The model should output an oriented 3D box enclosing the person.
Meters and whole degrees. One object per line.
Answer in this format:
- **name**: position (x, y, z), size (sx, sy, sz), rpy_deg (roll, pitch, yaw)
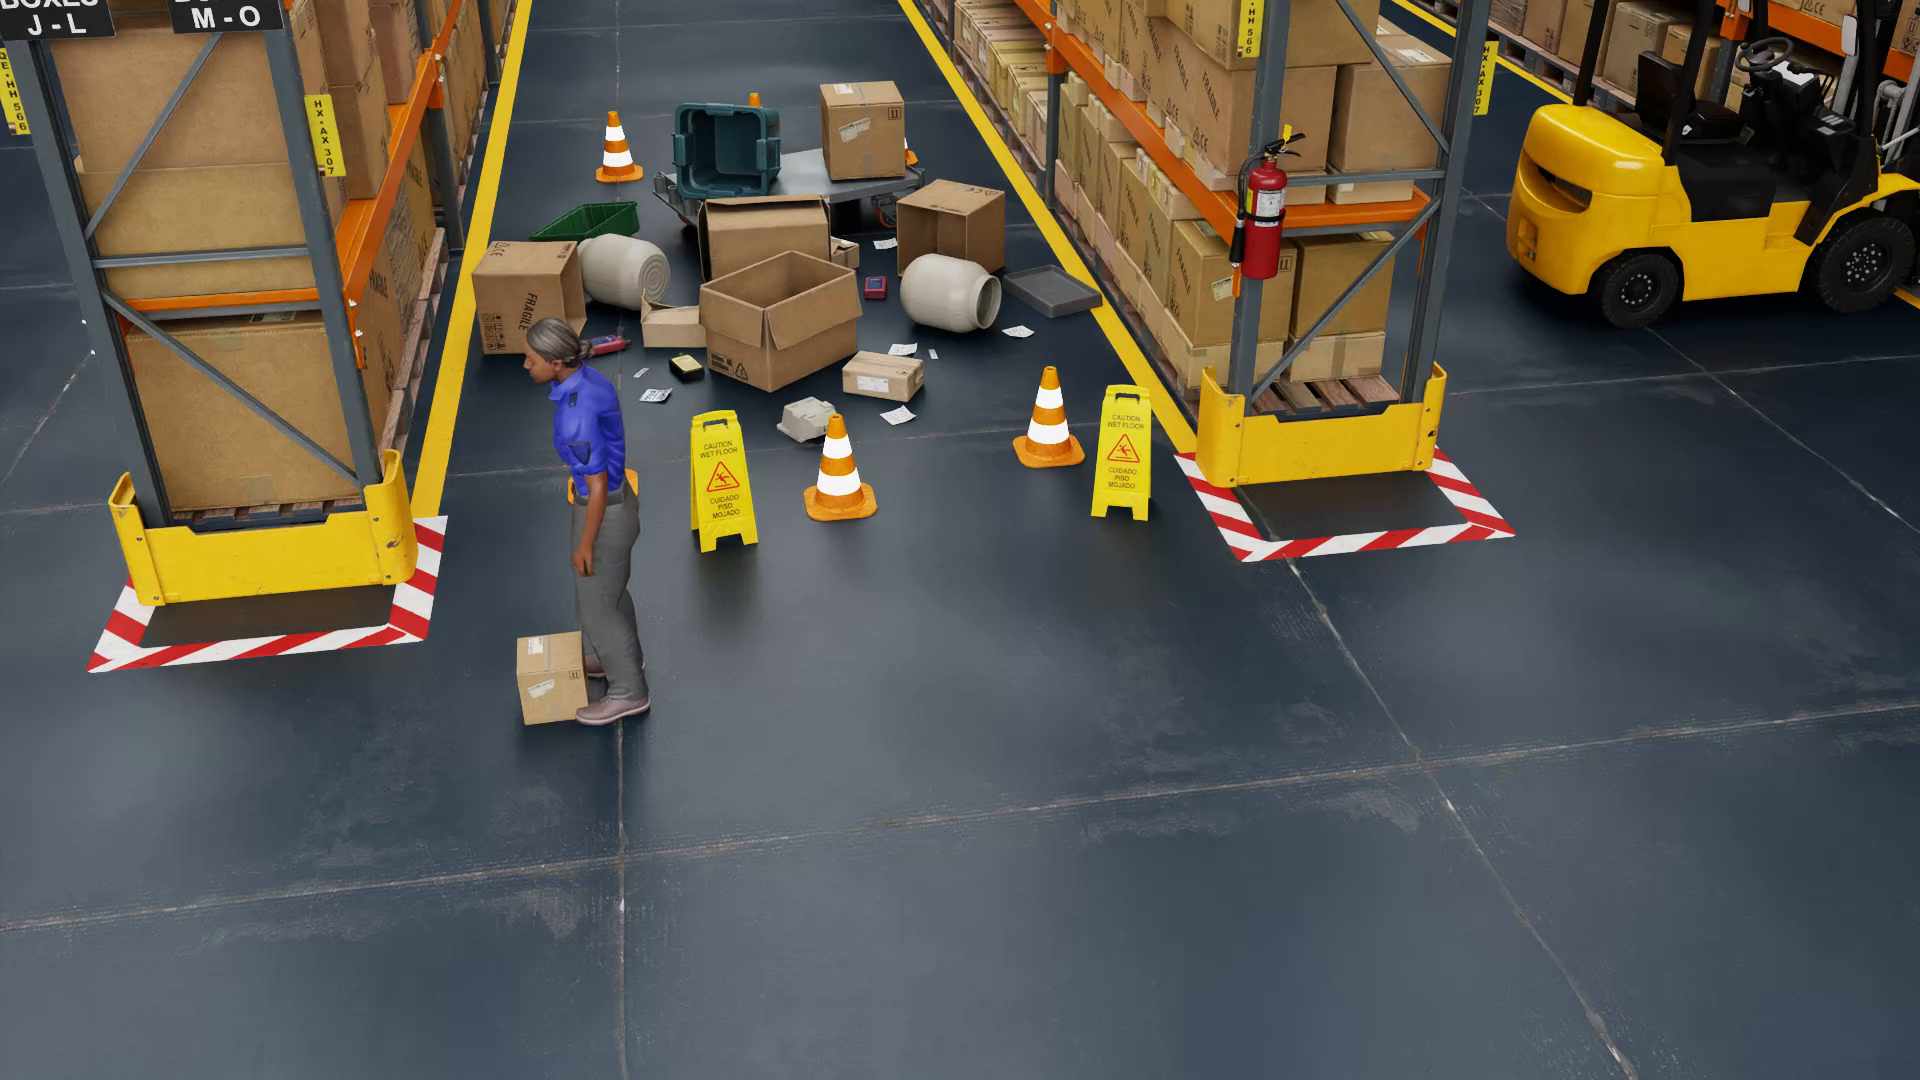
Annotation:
- **person**: position (-1.383, -0.085, 6.278), size (0.347, 1.655, 0.505), rpy_deg (-5, 31, -9)
